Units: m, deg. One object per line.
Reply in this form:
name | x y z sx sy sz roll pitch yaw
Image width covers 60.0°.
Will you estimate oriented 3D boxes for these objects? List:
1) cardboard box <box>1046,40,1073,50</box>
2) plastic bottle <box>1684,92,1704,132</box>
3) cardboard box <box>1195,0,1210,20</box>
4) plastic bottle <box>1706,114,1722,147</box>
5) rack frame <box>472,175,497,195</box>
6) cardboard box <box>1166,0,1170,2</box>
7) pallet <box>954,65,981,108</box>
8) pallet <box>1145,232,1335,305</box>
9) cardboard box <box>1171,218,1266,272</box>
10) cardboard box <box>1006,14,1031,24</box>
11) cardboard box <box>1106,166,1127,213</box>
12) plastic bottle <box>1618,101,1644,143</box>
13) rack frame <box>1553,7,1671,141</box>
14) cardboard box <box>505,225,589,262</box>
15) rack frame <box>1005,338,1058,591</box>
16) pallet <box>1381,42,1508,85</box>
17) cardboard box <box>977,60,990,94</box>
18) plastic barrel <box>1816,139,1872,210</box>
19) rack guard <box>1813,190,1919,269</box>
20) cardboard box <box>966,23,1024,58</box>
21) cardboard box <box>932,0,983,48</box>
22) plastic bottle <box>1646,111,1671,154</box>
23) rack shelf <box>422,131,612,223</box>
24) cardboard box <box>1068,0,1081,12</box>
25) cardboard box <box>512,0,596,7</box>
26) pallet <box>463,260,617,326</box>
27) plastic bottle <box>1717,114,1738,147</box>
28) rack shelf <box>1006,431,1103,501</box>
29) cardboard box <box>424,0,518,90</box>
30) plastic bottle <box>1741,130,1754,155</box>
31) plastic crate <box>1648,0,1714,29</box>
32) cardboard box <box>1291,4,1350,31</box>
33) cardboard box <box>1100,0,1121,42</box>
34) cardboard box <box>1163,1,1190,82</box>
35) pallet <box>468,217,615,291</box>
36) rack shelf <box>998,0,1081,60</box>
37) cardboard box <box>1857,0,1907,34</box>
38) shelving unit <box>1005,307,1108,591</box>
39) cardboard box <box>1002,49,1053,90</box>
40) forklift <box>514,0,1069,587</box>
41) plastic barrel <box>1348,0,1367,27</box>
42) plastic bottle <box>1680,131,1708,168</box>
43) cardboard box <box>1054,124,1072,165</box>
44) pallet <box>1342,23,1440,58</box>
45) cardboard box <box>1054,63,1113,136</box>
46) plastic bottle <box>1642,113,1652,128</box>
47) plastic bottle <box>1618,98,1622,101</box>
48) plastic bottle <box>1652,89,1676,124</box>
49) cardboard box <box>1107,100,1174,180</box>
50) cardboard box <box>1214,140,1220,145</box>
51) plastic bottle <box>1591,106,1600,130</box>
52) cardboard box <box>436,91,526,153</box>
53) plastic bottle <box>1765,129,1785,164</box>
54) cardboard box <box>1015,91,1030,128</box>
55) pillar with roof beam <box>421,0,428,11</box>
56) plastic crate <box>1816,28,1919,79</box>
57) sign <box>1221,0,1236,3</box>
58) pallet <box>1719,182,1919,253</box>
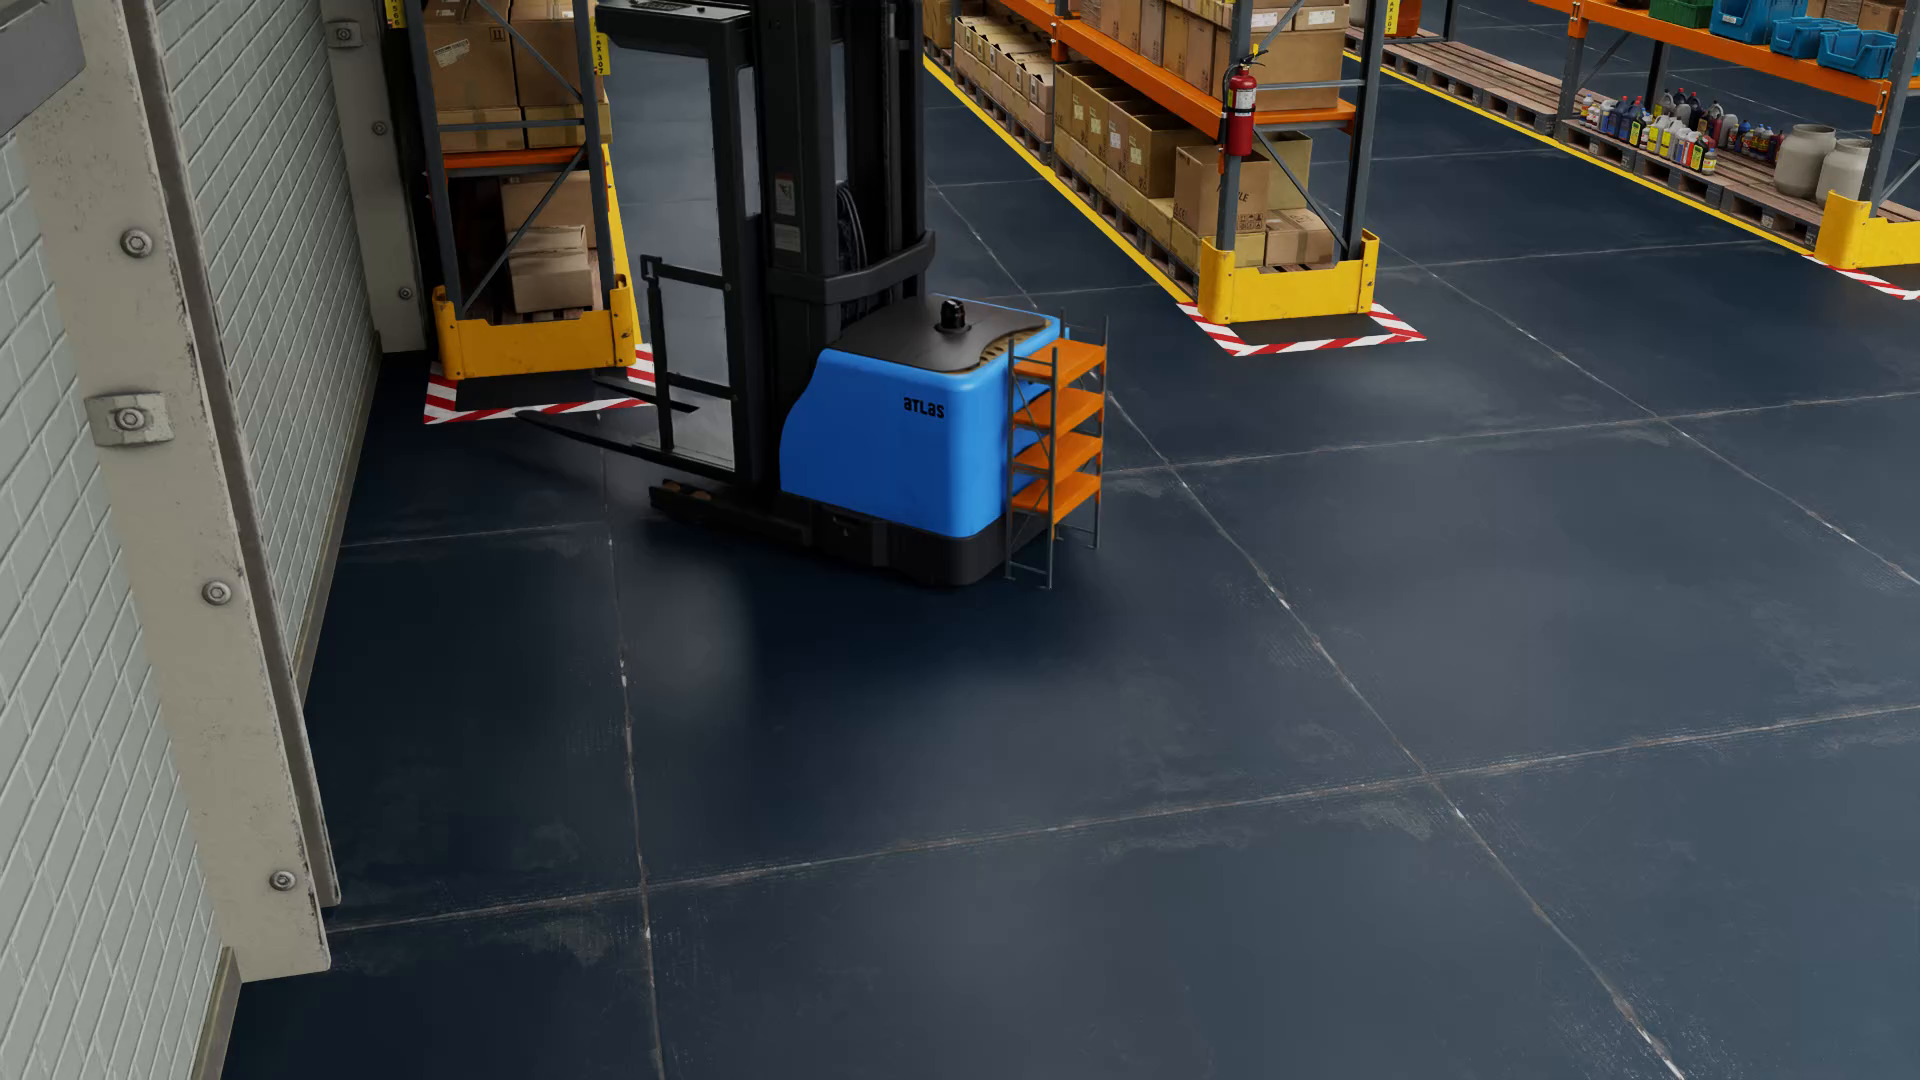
cardboard box | 1.110 -4.767 16.329 0.500 0.311 0.500 -5 27 -10
plastic bottle | 6.604 -3.853 15.006 0.144 0.351 0.185 -7 28 -14
cardboard box | 1.820 -3.629 11.280 0.380 0.149 0.250 -6 27 -12
plastic bottle | 6.606 -3.598 14.577 0.061 0.283 0.133 -6 27 -12
rack frame | -3.517 -4.171 13.185 1.000 3.000 0.127 -6 27 -12
cardboard box | 1.644 -3.970 11.957 0.380 0.149 0.250 -5 27 -10
pallet | 0.554 -4.821 17.568 1.003 0.211 1.213 -6 27 -12
pallet | 1.996 -2.006 11.990 1.003 0.211 1.213 -6 27 -12
cardboard box | 1.801 -2.085 11.637 0.500 0.250 0.500 -6 27 -12
cardboard box | 0.765 -5.437 17.656 0.500 0.311 0.500 -5 27 -10
cardboard box | 1.451 -2.742 12.940 0.500 0.250 0.500 -6 27 -12
plastic bottle | 5.955 -3.711 14.726 0.144 0.351 0.185 -7 28 -14
rack frame | 6.135 -5.177 15.178 1.000 3.000 0.127 -6 27 -12
cardboard box | -2.813 -1.974 11.328 0.500 0.311 0.500 -4 27 -7
rack frame | 0.321 -0.329 7.570 0.240 1.200 0.015 15 31 27
pallet | 5.370 -5.344 18.604 1.003 0.211 1.213 -6 27 -12
cardboard box | 0.476 -4.684 16.786 0.500 0.250 0.500 -7 28 -13
plastic barrel | 6.813 -2.779 12.722 0.421 0.512 0.421 0 27 0
rack guard | 6.973 -2.334 12.319 1.175 0.500 0.348 -6 27 -12
cardboard box | 0.365 -5.152 17.092 0.500 0.311 0.500 -7 28 -13
cardboard box | -0.033 -5.899 18.894 0.500 0.500 0.500 -5 27 -10
plastic bottle | 6.051 -3.525 14.356 0.144 0.351 0.185 -6 27 -12
rack shelf | -3.067 -2.972 11.607 1.077 0.370 4.000 -6 27 -12
cardboard box | 1.154 -4.820 14.638 0.500 0.250 0.500 -4 27 -8
cardboard box | -2.532 -3.150 10.473 0.500 0.500 0.500 -6 27 -11
pallet | -2.782 -1.564 11.114 1.003 0.211 1.213 -6 27 -12
plastic bottle | 6.710 -3.606 14.600 0.152 0.276 0.135 -5 27 -11
rack shelf | 0.447 -0.363 7.787 0.258 0.148 0.480 15 31 27
cardboard box | -3.033 -3.099 10.373 0.500 0.500 0.500 -6 27 -11
plastic bottle | 6.809 -3.434 14.341 0.097 0.201 0.097 0 27 0
plastic crate | 6.166 -4.458 13.988 0.450 0.188 0.662 -6 27 -12
cardboard box | 2.331 -3.448 10.921 0.380 0.149 0.250 -6 27 -12
cardboard box | 1.539 -4.295 13.320 0.700 0.500 0.500 -6 27 -12
cardboard box | 1.887 -3.619 11.980 0.700 0.500 0.500 -6 27 -11
pallet | -3.053 -2.098 12.173 1.003 0.211 1.213 -6 27 -12
rack shelf | 0.857 -5.232 16.086 1.077 0.370 4.000 -6 27 -12
cardboard box | 10.501 -5.734 18.567 0.700 0.500 0.500 -4 27 -7
shelving unit | 0.447 -0.423 7.756 0.258 1.200 0.503 15 31 27
cardboard box | 0.704 -4.482 15.763 0.500 0.311 0.500 -6 27 -12
forklift | -0.985 -1.574 8.115 3.031 2.935 1.130 15 31 28
plastic barrel | 4.892 -6.462 20.018 0.421 0.512 0.421 0 27 0
plastic bottle | 6.165 -3.277 13.947 0.152 0.276 0.135 -6 27 -11
cardboard box | 1.117 -3.401 14.245 0.500 0.250 0.500 -6 27 -12
pallet | 5.015 -6.030 19.962 1.003 0.211 1.213 -6 27 -12
cardboard box | 1.107 -3.735 14.074 0.500 0.500 0.500 -6 27 -12
plastic bottle | 6.025 -3.615 14.623 0.097 0.271 0.097 0 27 0
plastic bottle | 5.983 -3.848 15.072 0.061 0.283 0.133 -6 27 -12
plastic bottle | 6.420 -3.923 15.144 0.144 0.351 0.185 -6 27 -12
cardboard box | 1.448 -3.077 12.770 0.500 0.500 0.500 -6 27 -12
cardboard box | 2.066 -2.910 12.439 0.500 0.500 0.500 -6 27 -12
plastic bottle | 5.825 -3.850 15.167 0.097 0.201 0.097 0 27 0
cardboard box | -2.910 -2.542 10.102 0.500 0.250 0.500 -6 27 -11
plastic bottle | 6.898 -3.334 14.052 0.061 0.283 0.133 -5 27 -11
cardboard box | 0.820 -4.010 15.452 0.500 0.250 0.500 -6 27 -12
pillar with roof beam | -0.774 -8.384 14.873 9.100 9.000 0.400 -6 27 -12
plastic crate | 6.632 -3.544 12.107 0.499 0.251 0.616 -6 27 -12
sign | 1.678 -3.493 10.294 0.100 0.325 0.005 -6 27 -12
pallet | 6.795 -2.562 13.091 1.003 0.211 1.213 -6 27 -12
